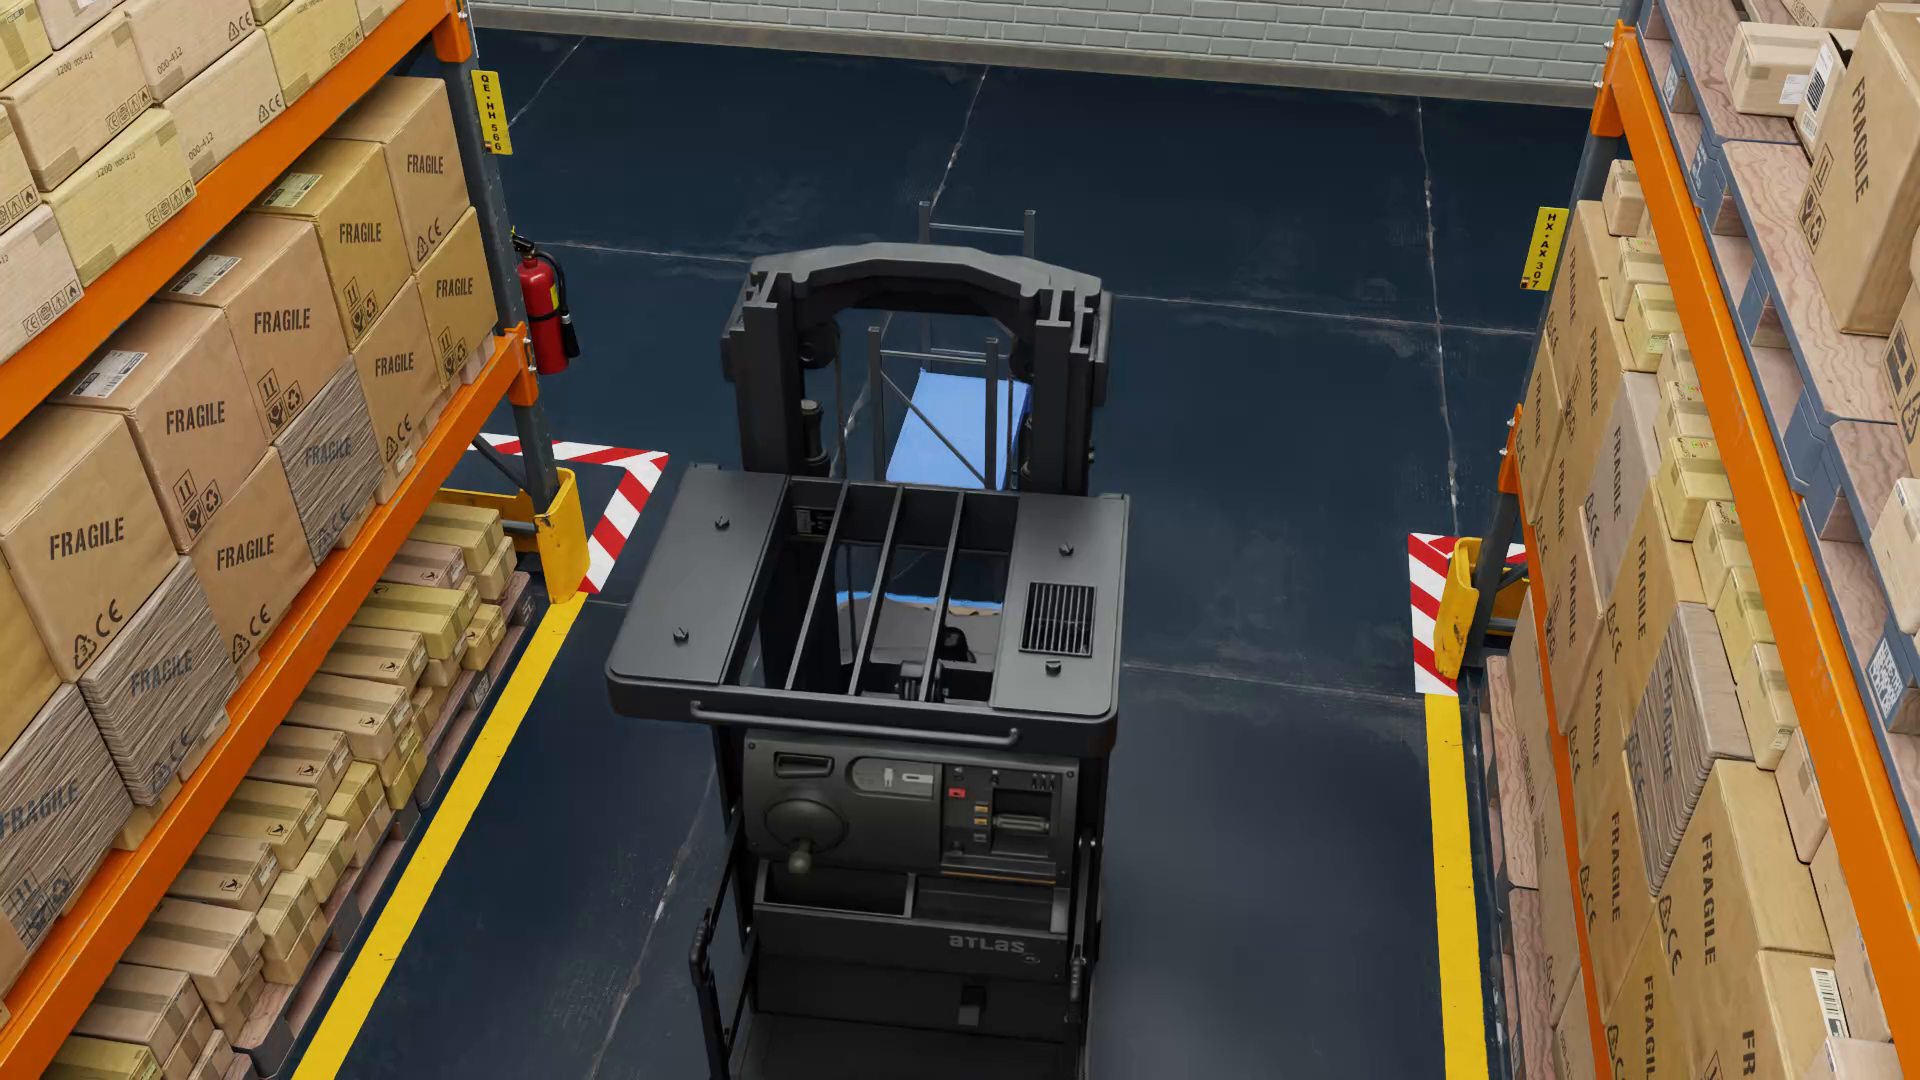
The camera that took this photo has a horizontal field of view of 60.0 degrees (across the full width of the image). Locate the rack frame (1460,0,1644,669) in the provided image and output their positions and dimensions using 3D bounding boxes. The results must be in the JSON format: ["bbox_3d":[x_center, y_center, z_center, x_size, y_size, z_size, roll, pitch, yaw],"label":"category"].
[{"bbox_3d":[2.619,-0.602,6.124,1.000,3.000,0.127,6,40,8],"label":"rack frame"}]

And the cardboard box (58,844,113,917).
[{"bbox_3d":[-2.576,0.868,4.543,0.380,0.149,0.250,5,40,6],"label":"cardboard box"}]

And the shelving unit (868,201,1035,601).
[{"bbox_3d":[-0.015,-0.524,7.207,0.538,1.500,1.048,6,40,8],"label":"shelving unit"}]

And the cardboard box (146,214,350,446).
[{"bbox_3d":[-2.277,-0.663,5.101,0.500,0.500,0.500,8,40,10],"label":"cardboard box"}]

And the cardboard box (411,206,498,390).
[{"bbox_3d":[-2.098,-0.927,6.205,0.500,0.500,0.500,7,40,9],"label":"cardboard box"}]

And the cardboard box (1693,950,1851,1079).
[{"bbox_3d":[1.737,1.158,3.132,0.500,0.500,0.500,6,40,7],"label":"cardboard box"}]

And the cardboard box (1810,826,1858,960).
[{"bbox_3d":[1.872,0.697,3.180,0.380,0.149,0.250,6,40,8],"label":"cardboard box"}]

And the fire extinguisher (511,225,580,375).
[{"bbox_3d":[-1.776,-1.018,6.980,0.296,0.674,0.183,6,40,8],"label":"fire extinguisher"}]

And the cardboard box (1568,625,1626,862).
[{"bbox_3d":[2.017,0.583,4.612,0.500,0.500,0.500,8,40,9],"label":"cardboard box"}]

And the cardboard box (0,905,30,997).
[{"bbox_3d":[-2.632,0.990,3.887,0.500,0.500,0.500,6,40,7],"label":"cardboard box"}]

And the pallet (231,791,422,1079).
[{"bbox_3d":[-2.676,1.308,6.003,1.003,0.211,1.213,6,40,8],"label":"pallet"}]

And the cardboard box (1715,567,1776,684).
[{"bbox_3d":[1.950,0.211,3.768,0.380,0.149,0.250,6,40,7],"label":"cardboard box"}]

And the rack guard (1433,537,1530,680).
[{"bbox_3d":[2.623,0.347,6.938,1.175,0.500,0.348,6,40,8],"label":"rack guard"}]

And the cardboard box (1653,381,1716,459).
[{"bbox_3d":[2.046,-0.271,4.351,0.380,0.149,0.250,7,40,8],"label":"cardboard box"}]

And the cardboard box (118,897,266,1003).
[{"bbox_3d":[-2.454,1.293,5.273,0.380,0.149,0.250,7,40,9],"label":"cardboard box"}]

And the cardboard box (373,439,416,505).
[{"bbox_3d":[-2.181,-0.278,5.929,0.380,0.149,0.250,7,40,9],"label":"cardboard box"}]

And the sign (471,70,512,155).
[{"bbox_3d":[-1.731,-1.578,6.148,0.100,0.325,0.005,6,40,8],"label":"sign"}]

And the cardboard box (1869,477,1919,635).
[{"bbox_3d":[1.768,0.047,2.774,0.380,0.149,0.250,7,40,9],"label":"cardboard box"}]

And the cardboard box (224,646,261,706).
[{"bbox_3d":[-2.414,0.376,5.138,0.380,0.149,0.250,8,40,9],"label":"cardboard box"}]

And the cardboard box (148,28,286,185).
[{"bbox_3d":[-2.272,-1.237,4.656,0.500,0.250,0.500,8,40,10],"label":"cardboard box"}]

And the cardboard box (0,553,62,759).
[{"bbox_3d":[-2.573,0.304,3.931,0.500,0.500,0.500,5,40,6],"label":"cardboard box"}]

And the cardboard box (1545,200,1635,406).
[{"bbox_3d":[2.256,-0.756,5.447,0.500,0.500,0.500,6,40,7],"label":"cardboard box"}]

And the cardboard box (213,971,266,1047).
[{"bbox_3d":[-2.542,1.504,5.485,0.380,0.149,0.250,5,40,6],"label":"cardboard box"}]

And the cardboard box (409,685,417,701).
[{"bbox_3d":[-2.320,0.584,6.363,0.380,0.149,0.250,6,40,7],"label":"cardboard box"}]

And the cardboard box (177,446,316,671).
[{"bbox_3d":[-2.367,0.027,5.052,0.500,0.500,0.500,8,40,10],"label":"cardboard box"}]

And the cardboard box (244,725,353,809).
[{"bbox_3d":[-2.389,0.795,5.875,0.380,0.149,0.250,5,40,6],"label":"cardboard box"}]

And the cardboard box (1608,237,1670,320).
[{"bbox_3d":[2.152,-0.761,4.944,0.380,0.149,0.250,8,40,9],"label":"cardboard box"}]

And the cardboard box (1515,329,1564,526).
[{"bbox_3d":[2.253,-0.371,5.766,0.500,0.500,0.500,6,40,7],"label":"cardboard box"}]

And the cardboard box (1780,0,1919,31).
[{"bbox_3d":[2.630,-1.608,4.696,0.500,0.250,0.500,3,40,4],"label":"cardboard box"}]

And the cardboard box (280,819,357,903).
[{"bbox_3d":[-2.332,1.088,5.754,0.380,0.149,0.250,7,40,8],"label":"cardboard box"}]

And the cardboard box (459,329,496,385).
[{"bbox_3d":[-2.052,-0.752,6.502,0.380,0.149,0.250,6,40,8],"label":"cardboard box"}]

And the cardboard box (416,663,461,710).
[{"bbox_3d":[-2.235,0.535,6.657,0.380,0.149,0.250,6,40,7],"label":"cardboard box"}]

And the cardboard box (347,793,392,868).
[{"bbox_3d":[-2.314,1.028,6.061,0.380,0.149,0.250,7,40,9],"label":"cardboard box"}]

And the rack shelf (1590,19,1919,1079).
[{"bbox_3d":[2.273,-0.225,3.879,1.077,0.370,4.000,6,40,8],"label":"rack shelf"}]

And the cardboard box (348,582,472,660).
[{"bbox_3d":[-2.135,0.312,6.460,0.380,0.149,0.250,6,40,7],"label":"cardboard box"}]

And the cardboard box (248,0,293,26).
[{"bbox_3d":[-2.190,-1.737,4.868,0.500,0.250,0.500,5,40,6],"label":"cardboard box"}]

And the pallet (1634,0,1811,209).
[{"bbox_3d":[2.501,-1.257,4.632,1.003,0.211,1.213,6,40,8],"label":"pallet"}]

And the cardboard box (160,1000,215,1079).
[{"bbox_3d":[-2.576,1.562,5.182,0.380,0.149,0.250,4,40,5],"label":"cardboard box"}]

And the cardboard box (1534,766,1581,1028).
[{"bbox_3d":[2.453,1.224,5.596,0.875,0.438,0.875,7,40,9],"label":"cardboard box"}]

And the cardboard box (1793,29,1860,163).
[{"bbox_3d":[2.311,-0.990,3.901,0.500,0.311,0.500,7,40,8],"label":"cardboard box"}]

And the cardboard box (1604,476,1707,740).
[{"bbox_3d":[2.006,0.206,4.283,0.500,0.500,0.500,7,40,8],"label":"cardboard box"}]

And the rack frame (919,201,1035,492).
[{"bbox_3d":[0.073,-0.844,7.593,0.500,1.500,0.032,6,40,8],"label":"rack frame"}]

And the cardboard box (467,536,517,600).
[{"bbox_3d":[-2.084,0.101,6.948,0.380,0.149,0.250,5,40,6],"label":"cardboard box"}]

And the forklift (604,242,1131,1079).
[{"bbox_3d":[-0.164,0.833,4.442,1.130,2.935,3.031,4,40,5],"label":"forklift"}]

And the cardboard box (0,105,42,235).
[{"bbox_3d":[-2.455,-0.767,3.695,0.500,0.250,0.500,7,40,8],"label":"cardboard box"}]
